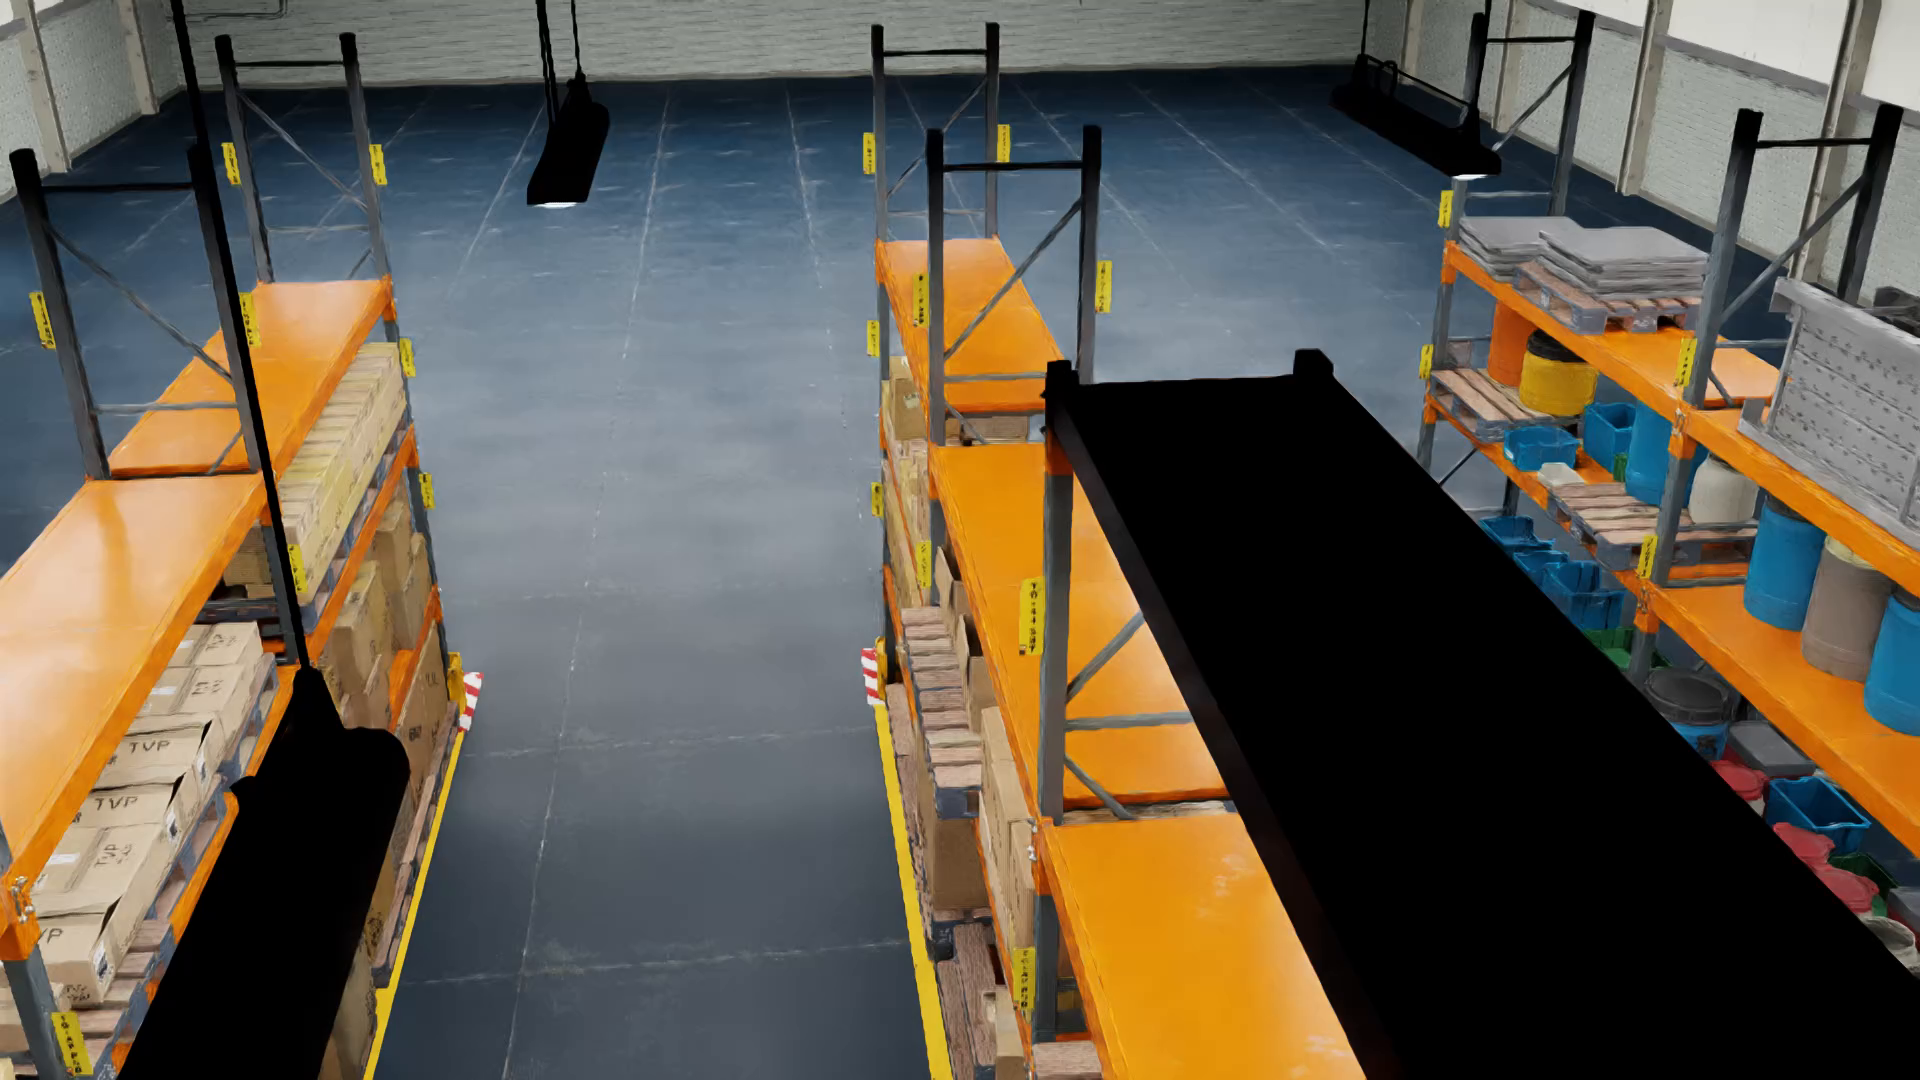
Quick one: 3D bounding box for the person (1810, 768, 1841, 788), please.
[{"bbox_3d":[7.670,1.360,13.710,0.701,1.662,0.857,-11,28,-21],"label":"person"}]
